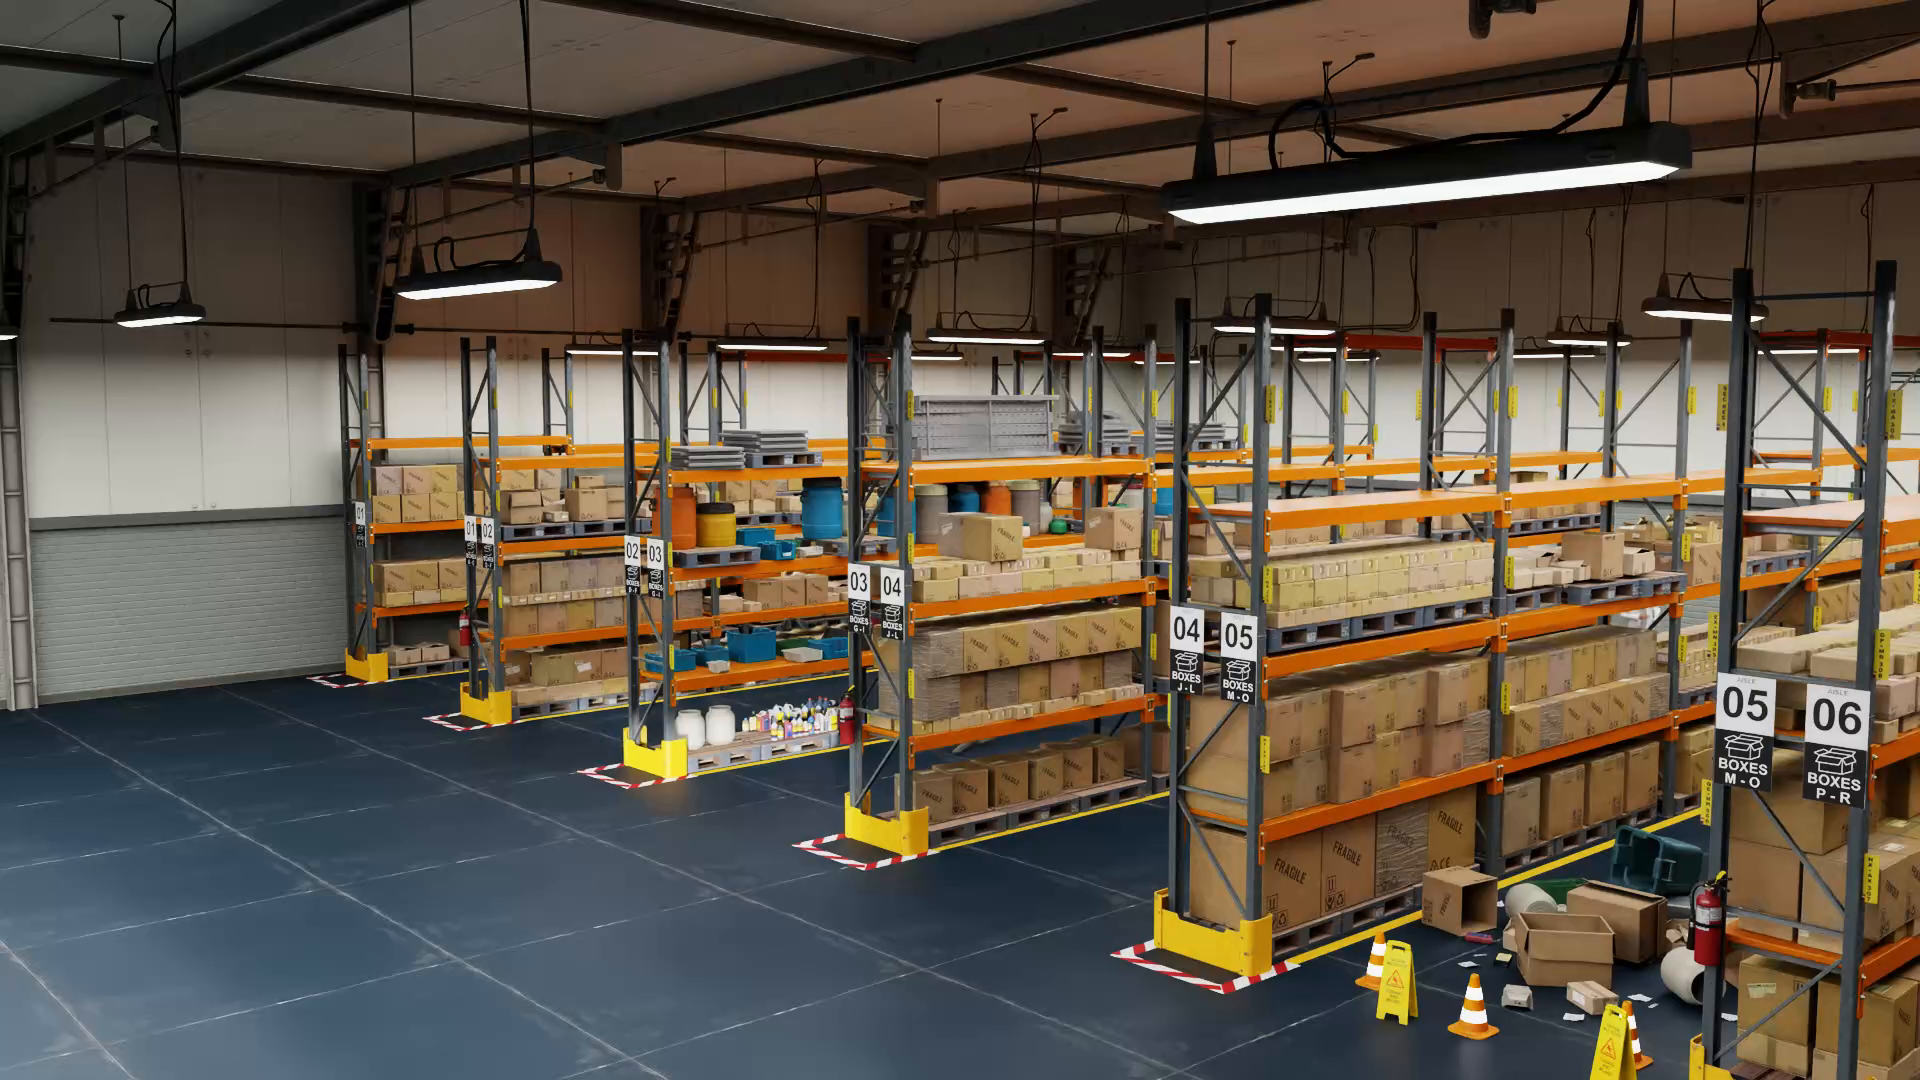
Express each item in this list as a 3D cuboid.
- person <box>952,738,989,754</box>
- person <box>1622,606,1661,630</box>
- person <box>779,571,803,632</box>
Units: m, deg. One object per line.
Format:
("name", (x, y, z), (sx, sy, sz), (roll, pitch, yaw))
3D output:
("person", (0.178, 2.270, 23.901), (0.592, 1.507, 1.000), (4, 7, 39))
("person", (12.202, 1.646, 29.808), (0.715, 1.813, 0.700), (1, 5, 9))
("person", (-3.420, 1.274, 33.489), (0.878, 1.842, 0.646), (-5, 7, -43))
